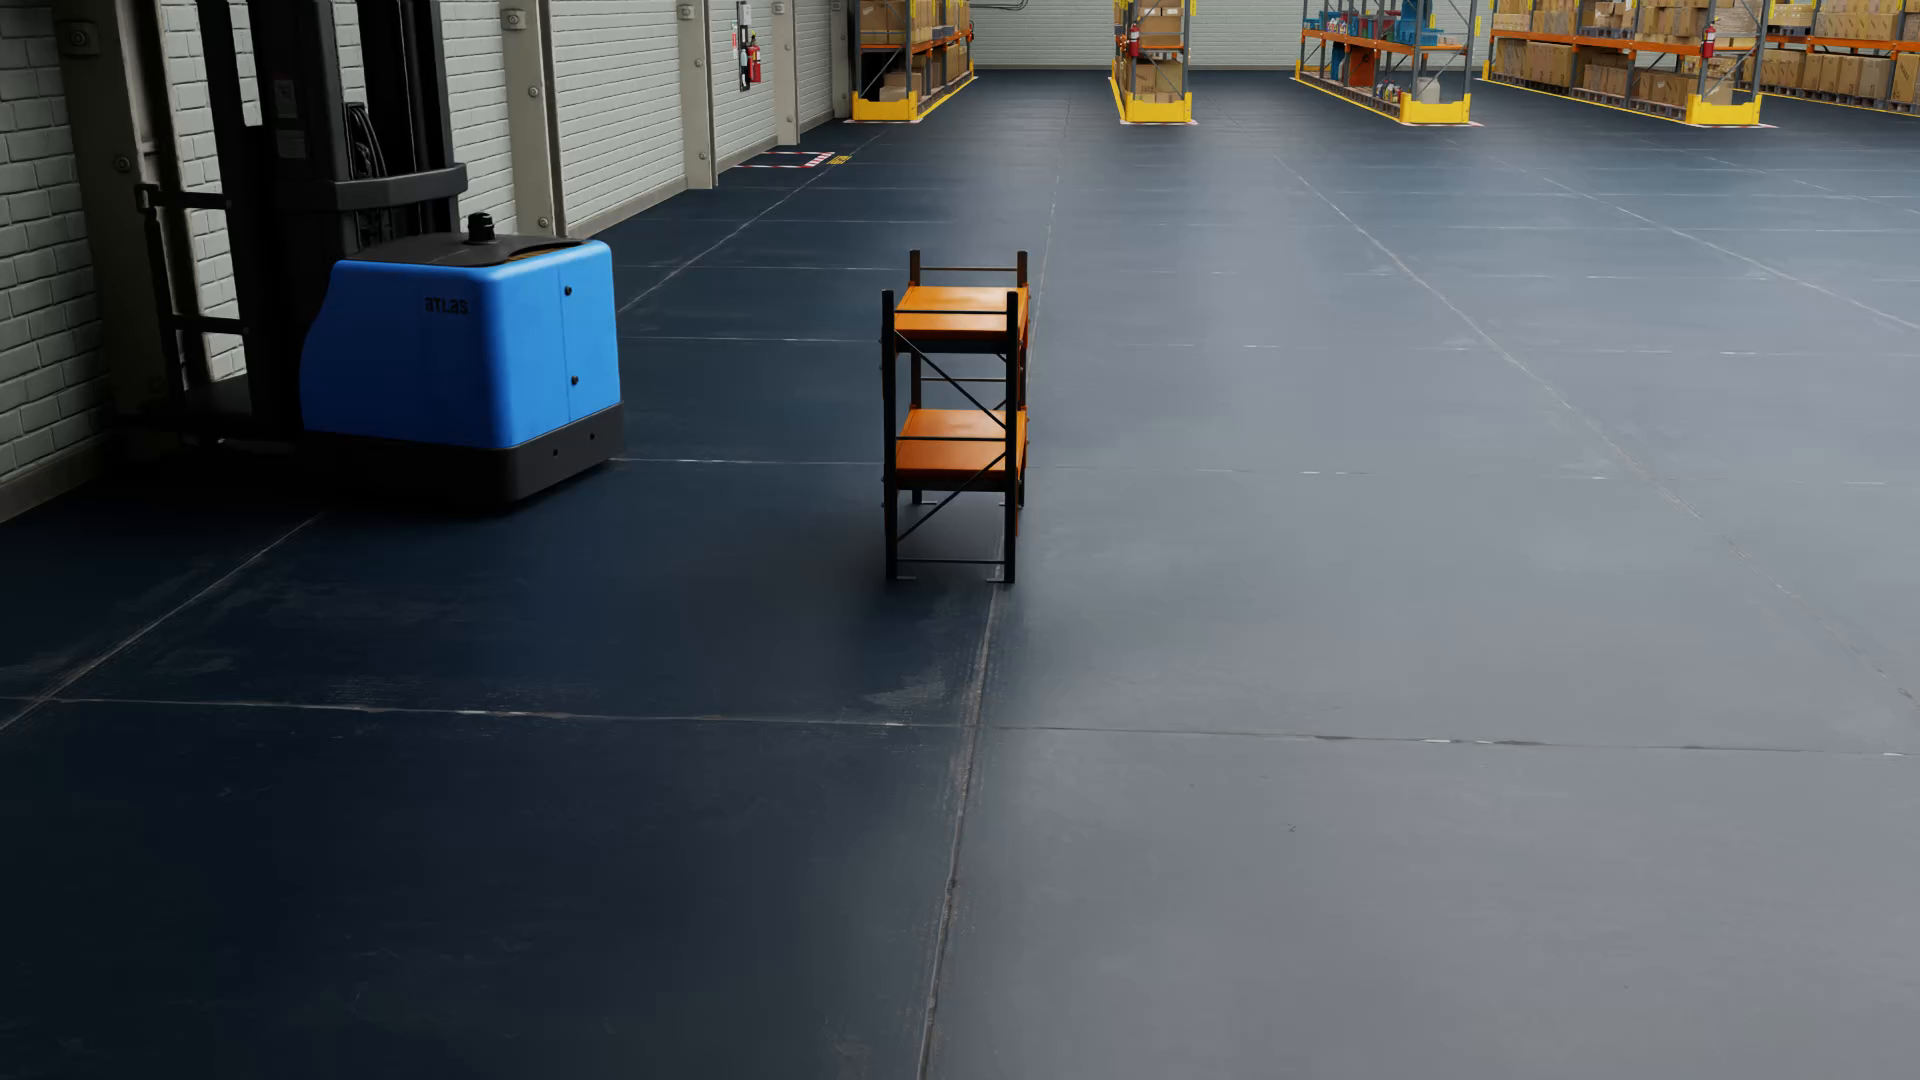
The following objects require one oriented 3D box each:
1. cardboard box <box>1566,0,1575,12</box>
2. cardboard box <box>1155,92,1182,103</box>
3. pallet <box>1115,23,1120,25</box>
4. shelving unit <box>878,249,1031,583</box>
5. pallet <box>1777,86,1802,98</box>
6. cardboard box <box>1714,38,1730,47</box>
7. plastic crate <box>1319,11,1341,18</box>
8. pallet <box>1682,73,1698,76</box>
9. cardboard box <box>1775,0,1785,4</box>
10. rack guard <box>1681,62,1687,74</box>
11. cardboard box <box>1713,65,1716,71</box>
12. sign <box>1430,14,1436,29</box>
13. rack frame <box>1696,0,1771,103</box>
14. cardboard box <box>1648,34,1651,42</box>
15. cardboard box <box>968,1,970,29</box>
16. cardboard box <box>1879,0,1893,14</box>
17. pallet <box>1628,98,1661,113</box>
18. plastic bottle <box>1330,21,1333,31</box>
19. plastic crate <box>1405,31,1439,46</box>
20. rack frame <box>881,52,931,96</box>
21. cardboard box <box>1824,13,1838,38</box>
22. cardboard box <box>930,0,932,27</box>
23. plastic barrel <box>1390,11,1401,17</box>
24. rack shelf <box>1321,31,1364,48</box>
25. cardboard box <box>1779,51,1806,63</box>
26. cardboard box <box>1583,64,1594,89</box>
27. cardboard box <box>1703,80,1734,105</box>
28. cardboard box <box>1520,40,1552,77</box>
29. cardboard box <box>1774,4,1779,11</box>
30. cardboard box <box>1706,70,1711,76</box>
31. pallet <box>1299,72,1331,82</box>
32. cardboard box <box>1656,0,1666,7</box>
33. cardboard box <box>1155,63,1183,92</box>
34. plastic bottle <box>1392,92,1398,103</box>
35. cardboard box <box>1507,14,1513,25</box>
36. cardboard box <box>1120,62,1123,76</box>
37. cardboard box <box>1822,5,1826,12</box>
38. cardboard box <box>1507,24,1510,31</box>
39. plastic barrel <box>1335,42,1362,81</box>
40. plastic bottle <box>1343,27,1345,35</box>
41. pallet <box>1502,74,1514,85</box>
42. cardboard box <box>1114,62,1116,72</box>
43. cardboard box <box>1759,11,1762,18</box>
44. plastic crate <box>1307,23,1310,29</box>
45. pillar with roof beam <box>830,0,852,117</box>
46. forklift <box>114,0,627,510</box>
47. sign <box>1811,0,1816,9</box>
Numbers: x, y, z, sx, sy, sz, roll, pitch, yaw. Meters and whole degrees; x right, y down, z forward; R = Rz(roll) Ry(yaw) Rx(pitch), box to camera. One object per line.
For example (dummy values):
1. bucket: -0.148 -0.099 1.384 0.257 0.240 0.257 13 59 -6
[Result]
1. cardboard box: 14.132 -12.195 37.552 0.797 0.503 0.637 2 18 5
2. cardboard box: 3.820 -8.034 30.366 0.500 0.250 0.500 1 18 4
3. pallet: 4.254 -12.370 40.164 1.003 0.211 1.213 1 18 4
4. shelving unit: 0.000 -0.537 6.754 0.538 1.125 1.048 1 18 4
5. pallet: 19.011 -10.017 37.156 1.003 0.211 1.213 1 18 4
6. cardboard box: 13.255 -8.731 29.155 0.380 0.149 0.250 1 18 4
7. plastic crate: 9.809 -13.774 43.990 0.616 0.435 0.499 1 18 4
8. pallet: 19.428 -11.984 43.158 1.003 0.211 1.213 1 18 4
9. cardboard box: 19.516 -13.141 39.966 0.500 0.500 0.500 2 18 5
10. rack guard: 19.522 -12.373 43.881 1.175 0.500 0.348 1 18 4
11. cardboard box: 19.108 -11.839 41.664 0.380 0.149 0.250 0 18 1
12. sign: 9.335 -10.226 32.869 0.100 0.325 0.005 1 18 4
13. rack frame: 13.440 -8.757 28.832 1.000 3.000 0.127 1 18 4
14. cardboard box: 13.382 -9.587 31.766 0.380 0.149 0.250 1 18 4
15. cardboard box: -0.261 -14.042 44.479 0.980 0.700 0.700 2 18 6
16. cardboard box: 18.732 -10.694 32.977 0.700 0.500 0.500 1 18 3
17. pallet: 13.714 -8.465 32.418 1.003 0.211 1.213 1 18 4
18. plastic bottle: 8.885 -12.249 39.696 0.097 0.271 0.097 0 18 0
19. plastic crate: 8.237 -8.959 29.687 0.499 0.251 0.616 1 18 4
20. rack frame: -1.095 -10.331 33.635 1.000 3.000 0.127 1 18 4
21. cardboard box: 18.619 -10.856 35.076 0.500 0.500 0.500 1 18 3
22. cardboard box: -0.820 -10.472 33.070 0.500 0.500 0.500 1 18 4
23. plastic barrel: 9.127 -10.695 34.527 0.433 0.535 0.433 0 18 0
24. rack shelf: 9.217 -11.632 38.760 1.077 0.370 4.000 1 18 4
25. cardboard box: 18.767 -10.843 37.333 0.500 0.250 0.500 2 18 5
26. cardboard box: 13.986 -10.055 36.099 0.700 0.500 0.500 0 18 1
27. cardboard box: 13.502 -7.963 29.746 0.500 0.500 0.500 5 19 14
28. cardboard box: 14.428 -11.877 41.091 0.875 0.875 0.875 1 18 4
29. cardboard box: 18.626 -12.027 37.583 0.380 0.149 0.250 2 18 7
30. cardboard box: 19.073 -11.793 42.000 0.380 0.149 0.250 1 18 4
31. pallet: 9.549 -12.257 43.990 1.003 0.211 1.213 1 18 4
32. cardboard box: 13.370 -10.219 31.048 0.500 0.500 0.500 1 18 4
33. cardboard box: 3.854 -8.546 30.723 0.500 0.500 0.500 1 18 4
34. plastic bottle: 8.194 -8.327 31.307 0.097 0.201 0.097 0 18 0
35. cardboard box: 14.181 -13.174 42.074 0.500 0.250 0.500 1 18 3
36. cardboard box: 3.773 -10.304 36.393 0.500 0.311 0.500 1 18 3
37. cardboard box: 19.197 -11.685 36.542 0.380 0.149 0.250 1 18 2
38. cardboard box: 14.124 -13.027 42.264 0.380 0.149 0.250 1 18 3
39. plastic barrel: 9.254 -11.409 39.619 0.600 0.901 0.708 1 18 4
40. plastic bottle: 8.727 -11.531 37.614 0.097 0.201 0.097 0 18 0
41. pallet: 14.518 -11.773 42.515 1.003 0.211 1.213 1 18 4
42. cardboard box: 4.349 -12.533 44.065 0.500 0.250 0.500 1 18 4
43. cardboard box: 18.684 -12.126 38.365 0.380 0.149 0.250 2 18 6
44. plastic crate: 9.147 -13.363 43.213 0.250 0.136 0.298 1 18 4
45. pillar with roof beam: 2.100 -12.080 29.339 9.100 9.000 0.400 1 18 4
46. forklift: -3.179 -1.787 7.670 3.031 2.935 1.130 7 19 19
47. sign: 18.412 -11.622 35.841 0.100 0.325 0.005 1 18 4
